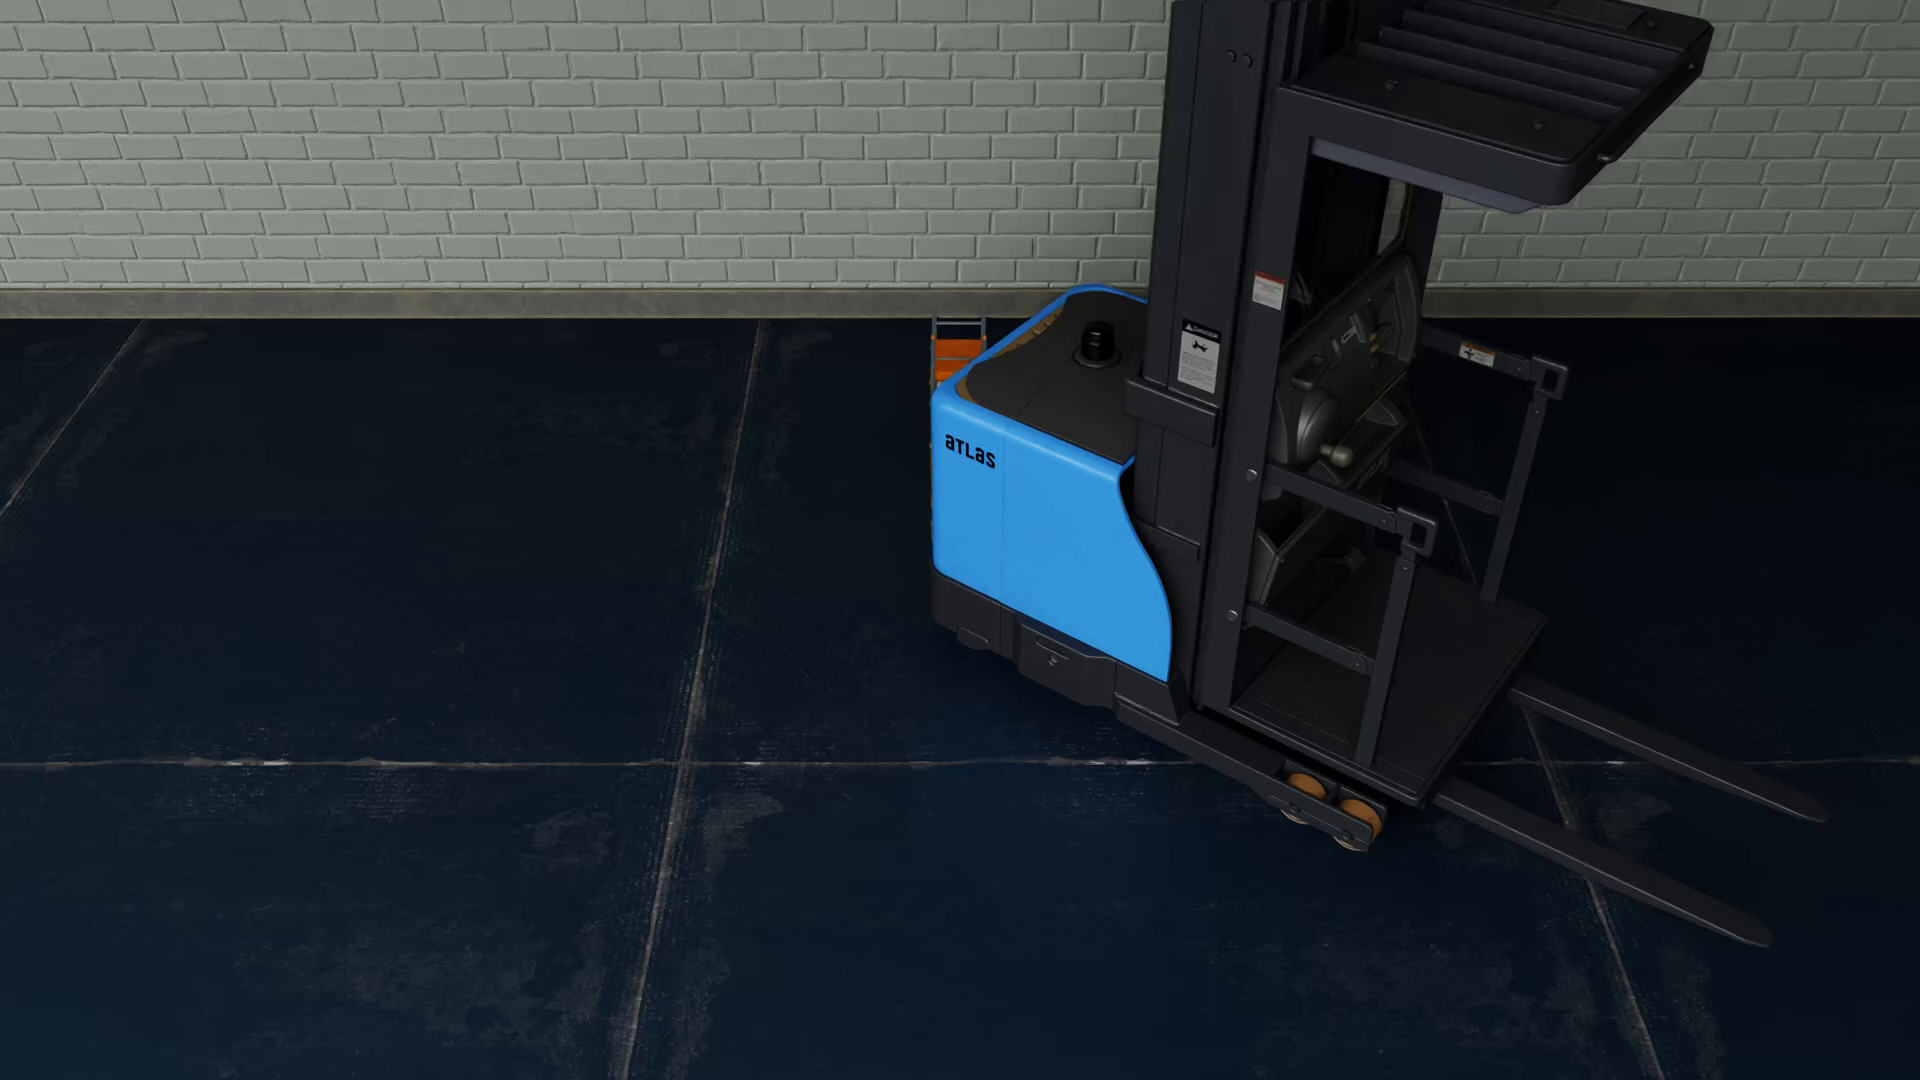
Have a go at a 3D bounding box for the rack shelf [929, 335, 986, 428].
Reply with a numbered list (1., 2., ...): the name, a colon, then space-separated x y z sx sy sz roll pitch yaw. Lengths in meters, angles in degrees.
1. rack shelf: -0.005 -0.593 6.213 0.215 0.259 0.240 0 39 0

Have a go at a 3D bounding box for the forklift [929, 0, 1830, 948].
1. forklift: 1.370 -0.503 5.034 3.031 2.935 1.130 25 45 28

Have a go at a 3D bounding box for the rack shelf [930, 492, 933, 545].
1. rack shelf: -0.007 -0.155 6.564 0.215 0.259 0.240 0 39 0

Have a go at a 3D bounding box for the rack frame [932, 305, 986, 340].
1. rack frame: -0.006 -0.456 6.479 0.200 1.050 0.008 0 39 0

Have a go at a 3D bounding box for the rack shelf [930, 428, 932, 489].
1. rack shelf: -0.006 -0.372 6.390 0.215 0.259 0.240 0 39 0

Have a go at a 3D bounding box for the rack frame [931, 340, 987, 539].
1. rack frame: -0.006 -0.304 6.289 0.200 1.050 0.008 0 39 0

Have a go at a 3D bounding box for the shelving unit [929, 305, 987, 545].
1. shelving unit: -0.006 -0.380 6.384 0.215 1.050 0.252 0 39 0
